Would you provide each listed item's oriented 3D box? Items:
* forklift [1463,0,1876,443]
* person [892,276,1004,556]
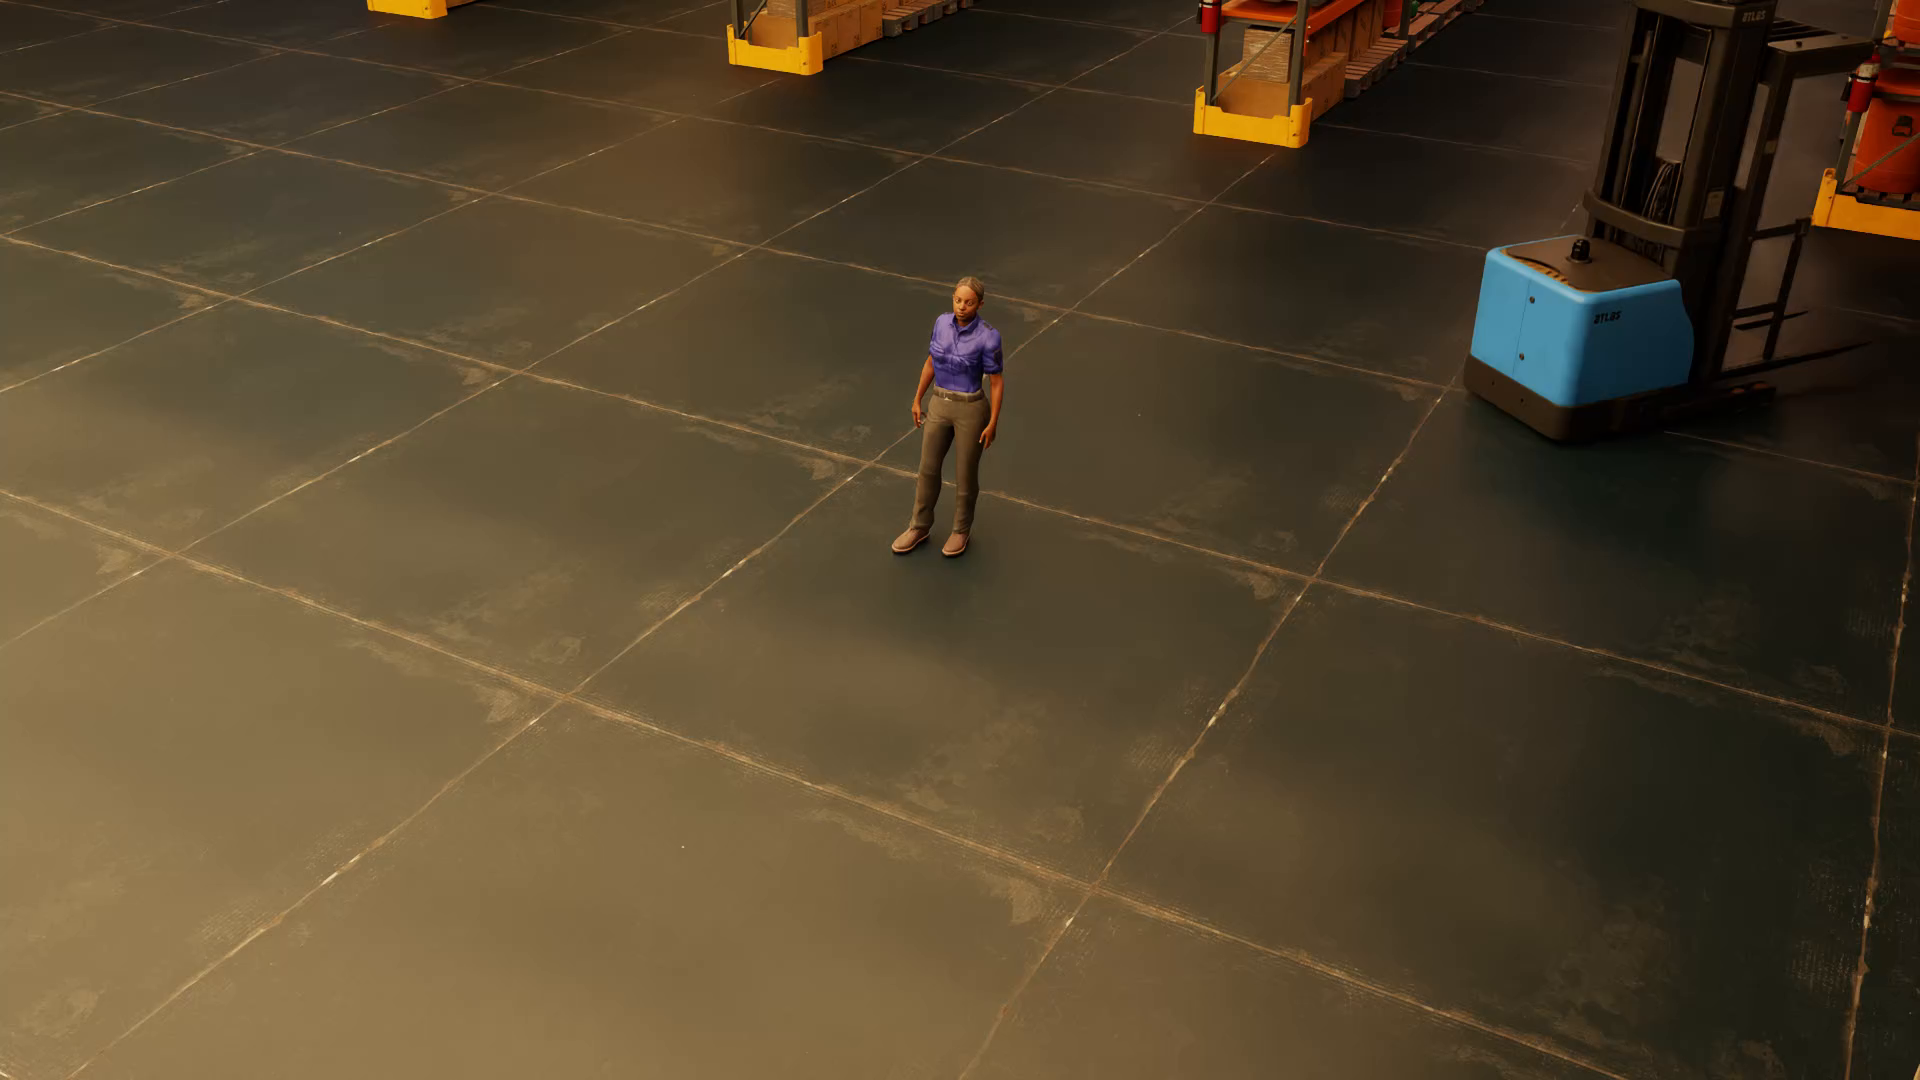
[{"bbox_3d":[5.124,-2.386,11.205,3.031,2.935,1.130,-12,32,-20],"label":"forklift"},{"bbox_3d":[-0.060,-0.650,9.550,0.569,1.564,0.503,15,33,25],"label":"person"}]
